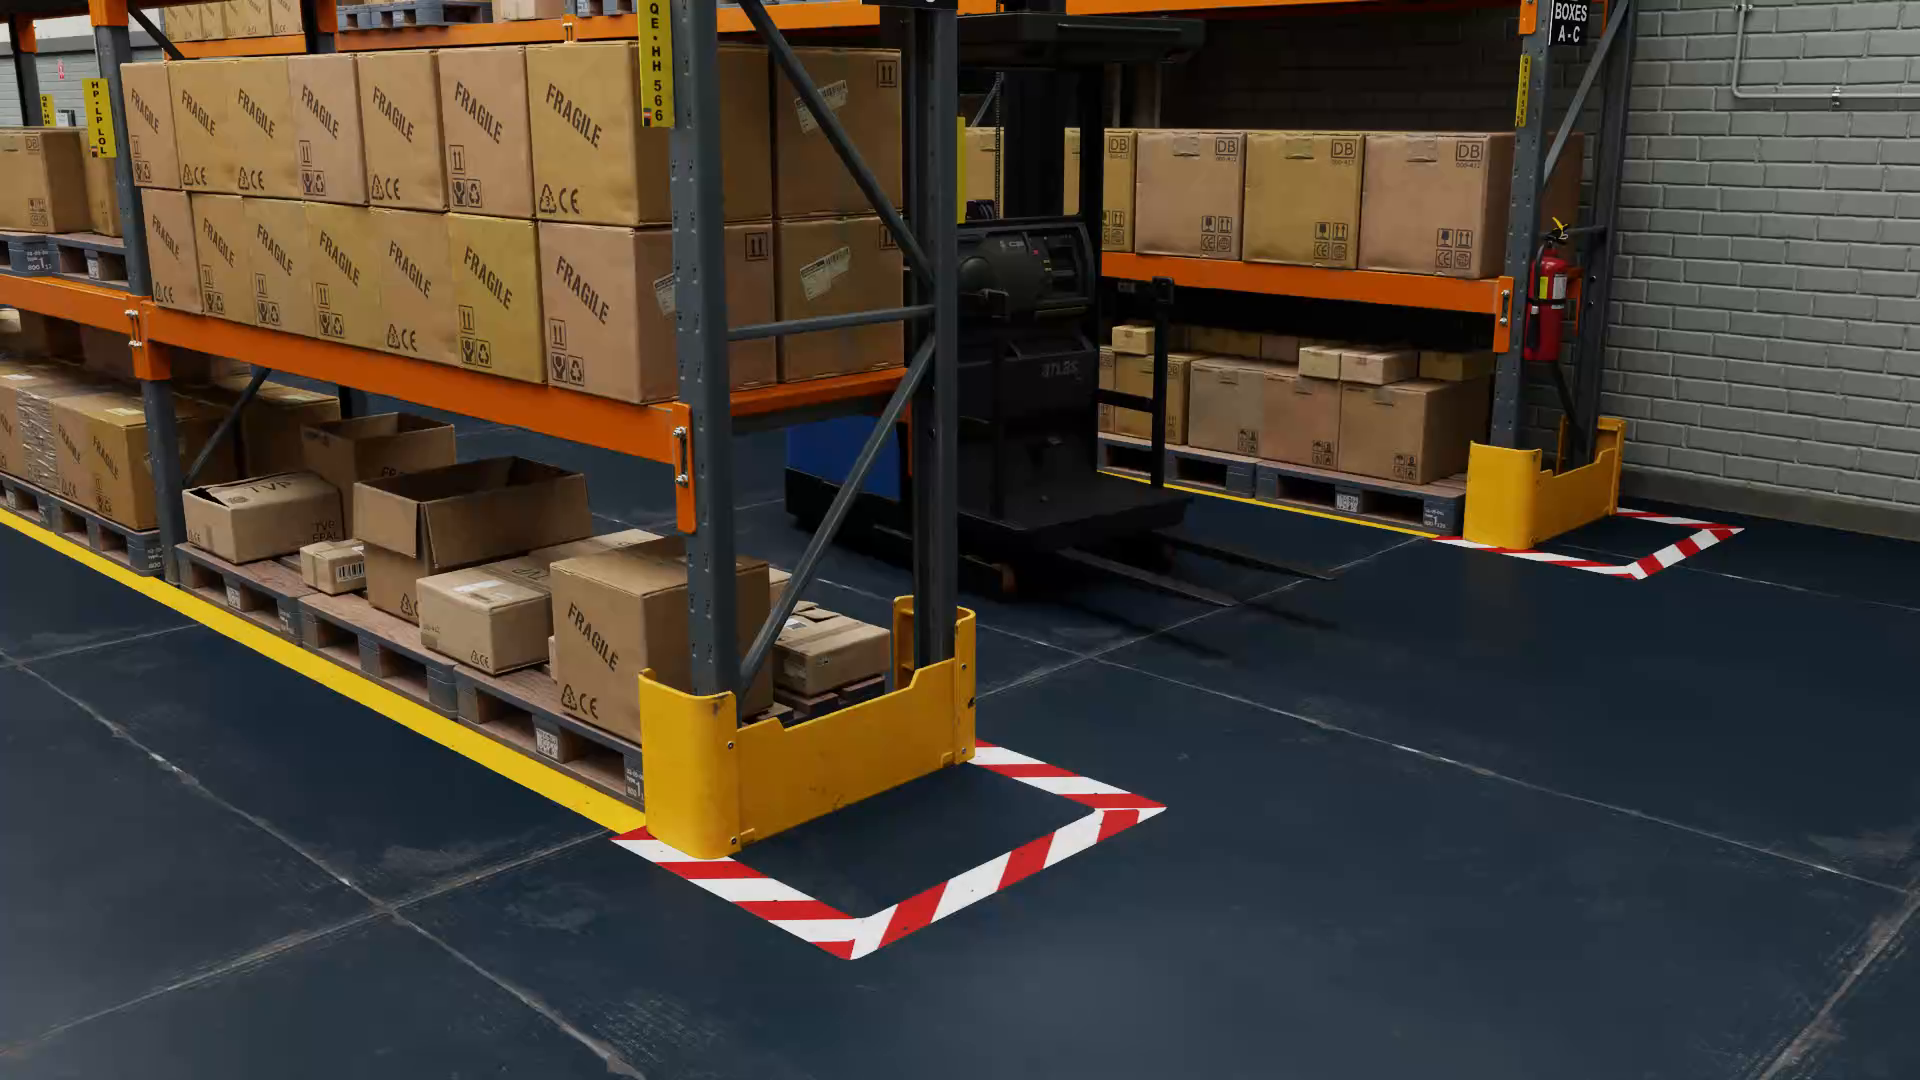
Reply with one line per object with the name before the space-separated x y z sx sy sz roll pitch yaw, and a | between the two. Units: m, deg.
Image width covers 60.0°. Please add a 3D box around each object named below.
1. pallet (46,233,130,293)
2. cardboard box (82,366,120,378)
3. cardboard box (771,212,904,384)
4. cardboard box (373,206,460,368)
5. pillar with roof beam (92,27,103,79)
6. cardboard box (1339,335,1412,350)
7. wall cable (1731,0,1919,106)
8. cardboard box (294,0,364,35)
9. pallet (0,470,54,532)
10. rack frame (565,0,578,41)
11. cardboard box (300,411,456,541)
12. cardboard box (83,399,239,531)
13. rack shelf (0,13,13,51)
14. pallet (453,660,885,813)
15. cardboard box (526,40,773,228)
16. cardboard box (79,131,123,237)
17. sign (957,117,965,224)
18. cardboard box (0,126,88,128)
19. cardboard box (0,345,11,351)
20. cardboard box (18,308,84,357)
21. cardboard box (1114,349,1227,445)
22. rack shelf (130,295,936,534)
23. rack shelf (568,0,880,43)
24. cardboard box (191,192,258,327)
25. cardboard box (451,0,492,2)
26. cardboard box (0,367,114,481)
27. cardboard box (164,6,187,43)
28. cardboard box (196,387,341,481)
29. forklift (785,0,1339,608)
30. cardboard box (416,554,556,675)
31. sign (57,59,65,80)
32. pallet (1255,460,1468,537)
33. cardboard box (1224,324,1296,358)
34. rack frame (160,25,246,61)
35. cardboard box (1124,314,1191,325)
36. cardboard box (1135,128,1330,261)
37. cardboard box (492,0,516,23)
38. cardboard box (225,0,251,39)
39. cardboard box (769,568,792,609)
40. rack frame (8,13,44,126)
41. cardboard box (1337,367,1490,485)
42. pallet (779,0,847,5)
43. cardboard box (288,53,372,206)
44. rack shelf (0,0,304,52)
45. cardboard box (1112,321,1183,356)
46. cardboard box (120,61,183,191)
pallet | -3.775 -1.401 8.241 1.213 0.211 1.003 14 20 42
cardboard box | -4.565 -0.735 9.390 0.500 0.500 0.500 13 19 40
cardboard box | -0.533 -0.808 5.387 0.500 0.500 0.500 -14 20 -43
cardboard box | -1.639 -0.890 5.701 0.500 0.500 0.500 14 20 43
pillar with roof beam | -14.682 -7.541 19.525 0.400 9.000 9.100 14 20 42
cardboard box | 2.329 -1.049 9.347 0.250 0.149 0.380 14 20 42
wall cable | 4.618 -1.973 8.042 1.851 1.984 0.084 14 20 42
cardboard box | -6.136 -5.188 16.206 0.500 0.500 0.500 -14 20 -43
pallet | -4.770 -0.334 9.295 1.213 0.211 1.003 14 20 42
rack frame | -2.720 -2.934 13.744 0.127 3.000 1.000 14 20 42
cardboard box | -2.669 -0.289 7.679 0.500 0.500 0.500 14 20 42
cardboard box | -3.830 -0.372 7.996 0.500 0.500 0.500 14 20 42
rack shelf | -7.595 -3.488 11.347 4.000 0.370 1.077 14 20 42
pallet | -1.026 0.563 5.855 1.213 0.211 1.003 14 20 42
cardboard box | -0.908 -1.195 4.886 0.500 0.500 0.500 13 20 42
cardboard box | -4.001 -1.818 8.430 0.700 0.500 0.500 -11 18 -35
sign | -0.020 -1.152 5.186 0.005 0.325 0.100 14 20 42
cardboard box | -5.624 -2.196 9.881 0.500 0.500 0.700 7 16 24
cardboard box | -6.026 -0.906 10.046 0.500 0.500 0.500 -13 20 -42
cardboard box | -5.276 -1.270 9.956 0.500 0.250 0.500 -14 20 -42
cardboard box | 1.354 -0.900 10.060 0.700 0.500 0.500 -14 20 -43
rack shelf | -1.836 -0.636 6.352 4.000 0.370 1.077 14 20 42
rack shelf | -1.280 -3.688 12.113 4.000 0.370 1.077 14 20 42
cardboard box | -2.727 -1.155 6.718 0.500 0.500 0.500 14 20 43
cardboard box | -4.373 -5.011 14.736 0.500 0.500 0.500 13 19 40
cardboard box | -4.909 -0.636 9.011 0.500 0.500 0.500 13 19 40
cardboard box | -8.412 -5.740 18.325 0.500 0.500 0.500 -14 20 -43
cardboard box | -3.455 -0.467 8.359 0.500 0.500 0.500 13 19 40
forklift | 0.389 -1.294 7.584 1.130 2.935 3.031 -11 18 -37
cardboard box | -1.622 0.261 6.061 0.500 0.250 0.500 14 20 42
sign | -13.383 -7.000 24.749 0.199 0.298 0.001 14 20 42
pallet | 2.409 -0.310 9.205 1.213 0.211 1.003 14 20 42
cardboard box | 1.781 -1.182 9.857 0.250 0.149 0.380 14 20 43
rack frame | -8.479 -4.334 19.118 0.127 3.000 1.000 14 20 42
cardboard box | 1.231 -1.316 10.371 0.250 0.149 0.380 13 19 40
cardboard box | 1.591 -2.027 9.668 0.700 0.700 0.980 12 19 40
cardboard box | -3.589 -4.689 14.286 0.797 0.503 0.637 -11 18 -37
cardboard box | -7.273 -5.459 17.249 0.500 0.500 0.500 -13 19 -41
cardboard box | -0.951 0.249 6.107 0.500 0.250 0.500 14 20 42
rack frame | -6.155 -2.034 10.291 0.127 3.000 1.000 14 20 42
cardboard box | 2.466 -0.632 9.034 0.500 0.500 0.700 14 20 42
pallet | -0.535 -3.745 11.285 1.217 0.209 0.805 13 19 40
cardboard box | -2.018 -1.463 5.915 0.500 0.500 0.500 -14 20 -42
rack shelf | -4.716 -2.788 8.660 4.000 0.370 1.077 14 20 42
cardboard box | 1.123 -1.208 9.957 0.250 0.149 0.380 13 19 41
cardboard box | -3.132 -1.733 6.953 0.500 0.500 0.500 -14 20 -43
